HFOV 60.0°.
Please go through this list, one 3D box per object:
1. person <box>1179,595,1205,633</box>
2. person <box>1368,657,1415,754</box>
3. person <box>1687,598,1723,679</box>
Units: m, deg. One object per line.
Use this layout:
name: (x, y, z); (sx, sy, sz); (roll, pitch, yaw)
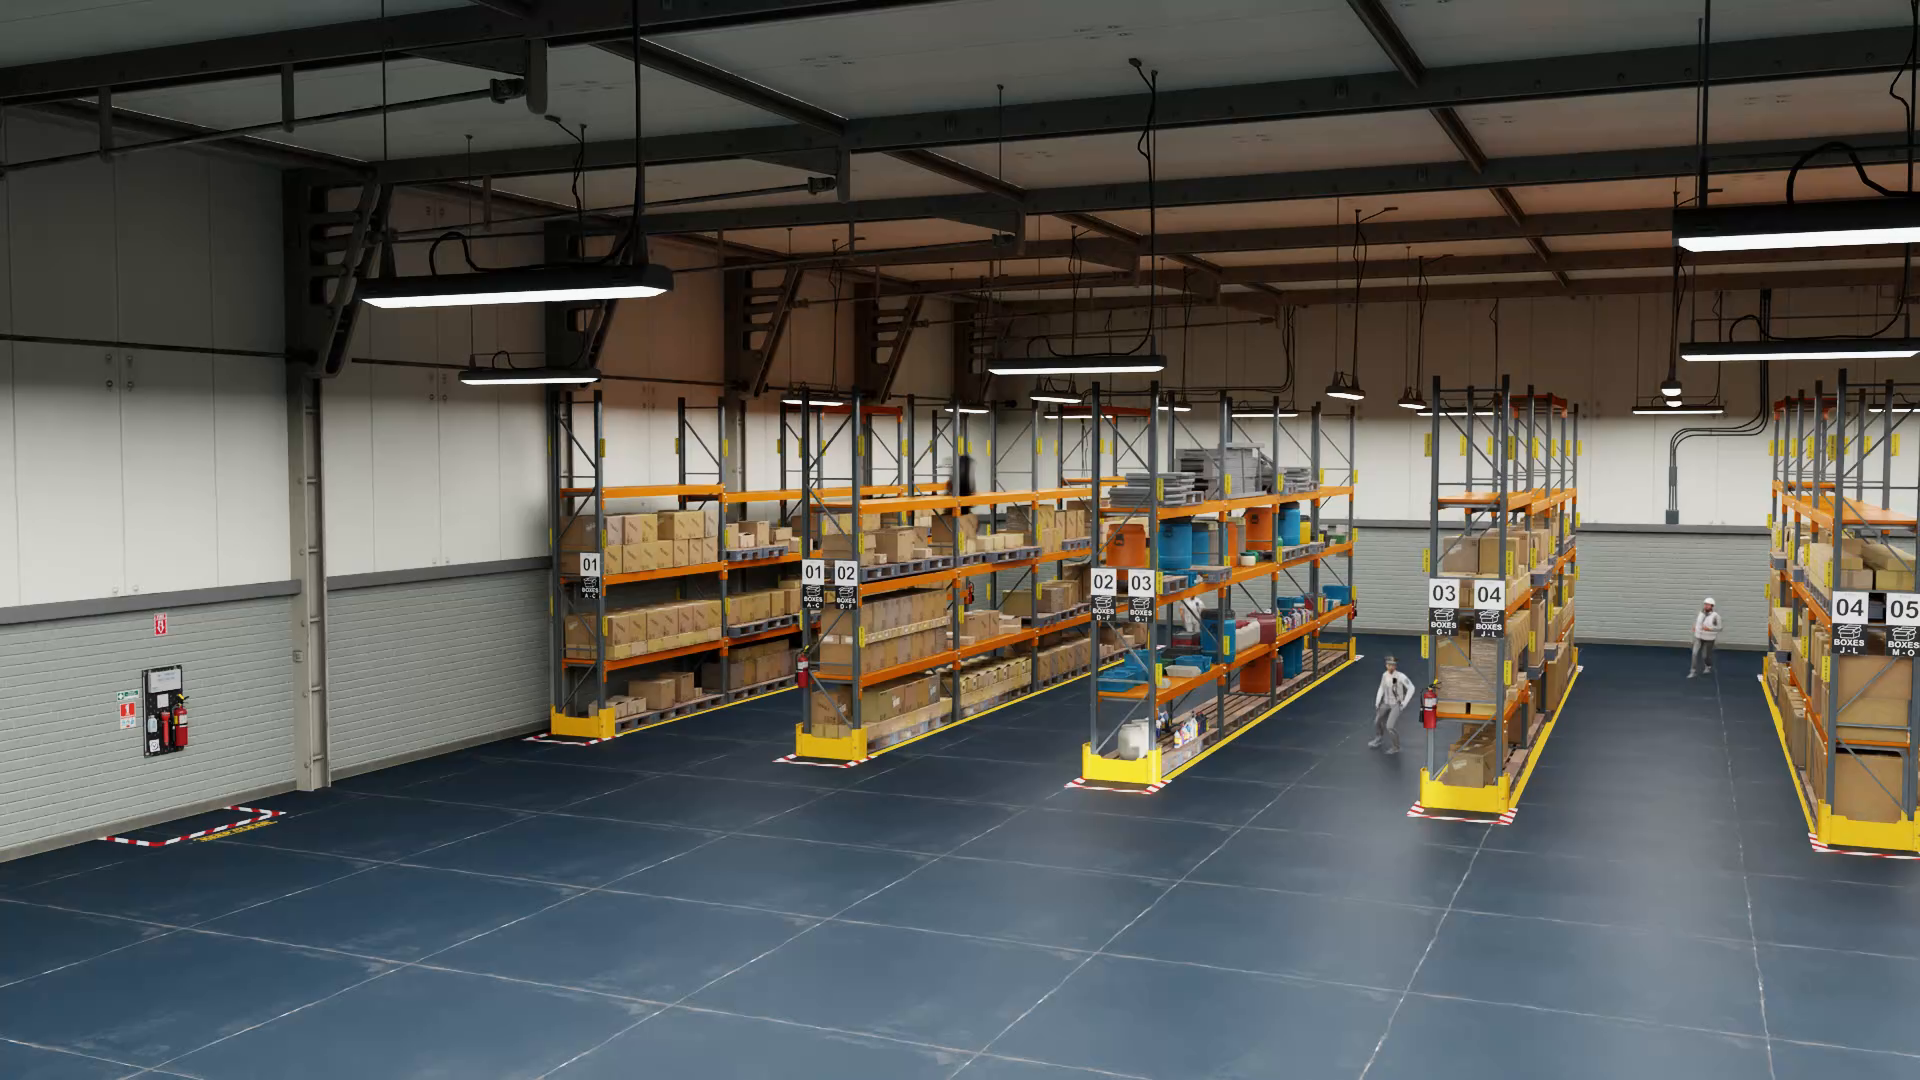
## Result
person: (5.599, 1.985, 40.101); (0.634, 1.641, 0.538); (1, 3, 12)
person: (7.050, 2.705, 27.410); (0.446, 1.618, 0.894); (-2, 4, -27)
person: (16.294, 2.141, 36.240); (0.883, 1.765, 0.687); (-2, 4, -37)
